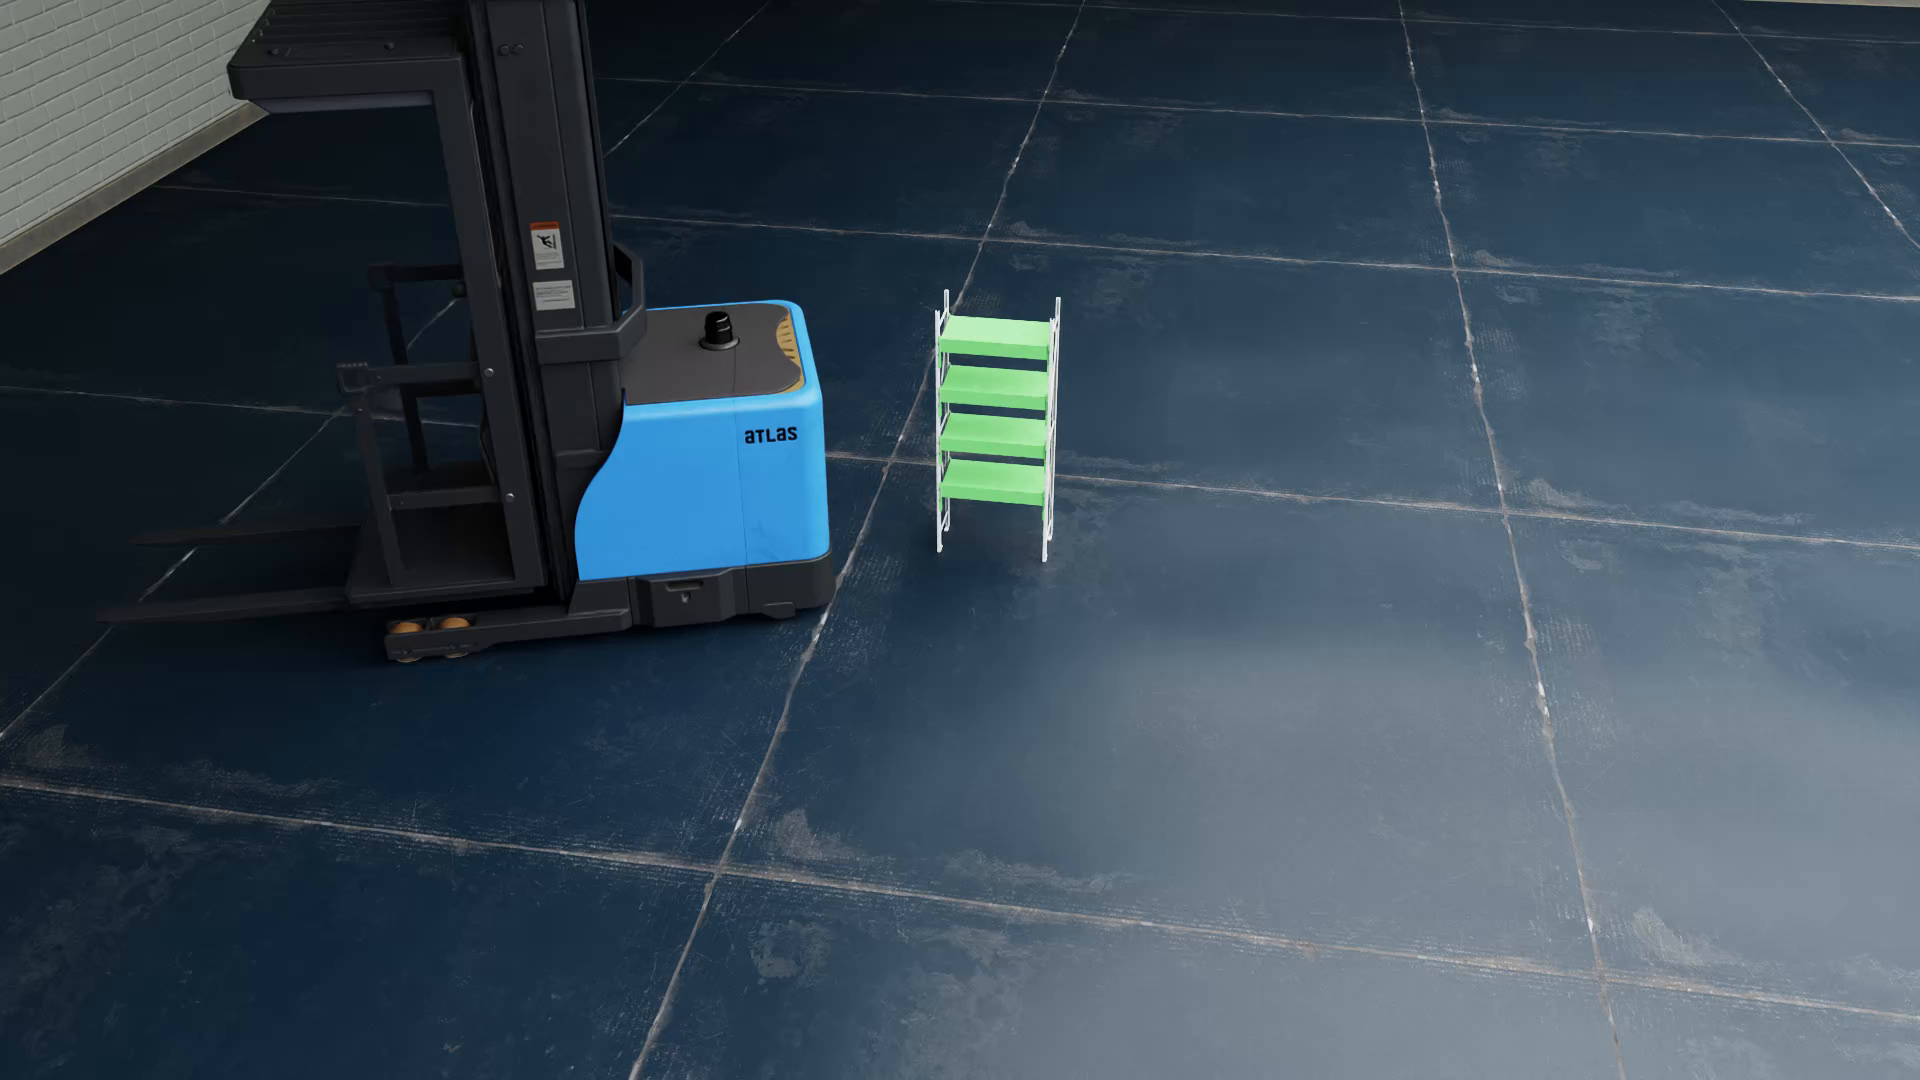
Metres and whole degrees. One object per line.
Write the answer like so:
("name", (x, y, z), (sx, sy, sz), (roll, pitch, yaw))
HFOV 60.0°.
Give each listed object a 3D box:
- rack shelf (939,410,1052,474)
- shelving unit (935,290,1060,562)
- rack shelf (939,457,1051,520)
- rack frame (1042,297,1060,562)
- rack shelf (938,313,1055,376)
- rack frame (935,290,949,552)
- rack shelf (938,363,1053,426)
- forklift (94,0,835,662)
("rack shelf", (0.163, -0.440, 7.442), (0.480, 0.148, 0.258), (5, 32, 8))
("shelving unit", (0.163, -0.494, 7.408), (0.503, 1.200, 0.258), (5, 32, 8))
("rack shelf", (0.163, -0.236, 7.569), (0.480, 0.148, 0.258), (5, 32, 8))
("rack frame", (0.404, -0.472, 7.373), (0.015, 1.200, 0.240), (5, 32, 8))
("rack shelf", (0.163, -0.847, 7.187), (0.480, 0.148, 0.258), (5, 32, 8))
("rack frame", (-0.077, -0.516, 7.443), (0.015, 1.200, 0.240), (5, 32, 8))
("rack shelf", (0.163, -0.643, 7.315), (0.480, 0.148, 0.258), (5, 32, 8))
("forklift", (-2.111, -1.035, 6.641), (3.031, 2.935, 1.130), (-5, 32, -8))
